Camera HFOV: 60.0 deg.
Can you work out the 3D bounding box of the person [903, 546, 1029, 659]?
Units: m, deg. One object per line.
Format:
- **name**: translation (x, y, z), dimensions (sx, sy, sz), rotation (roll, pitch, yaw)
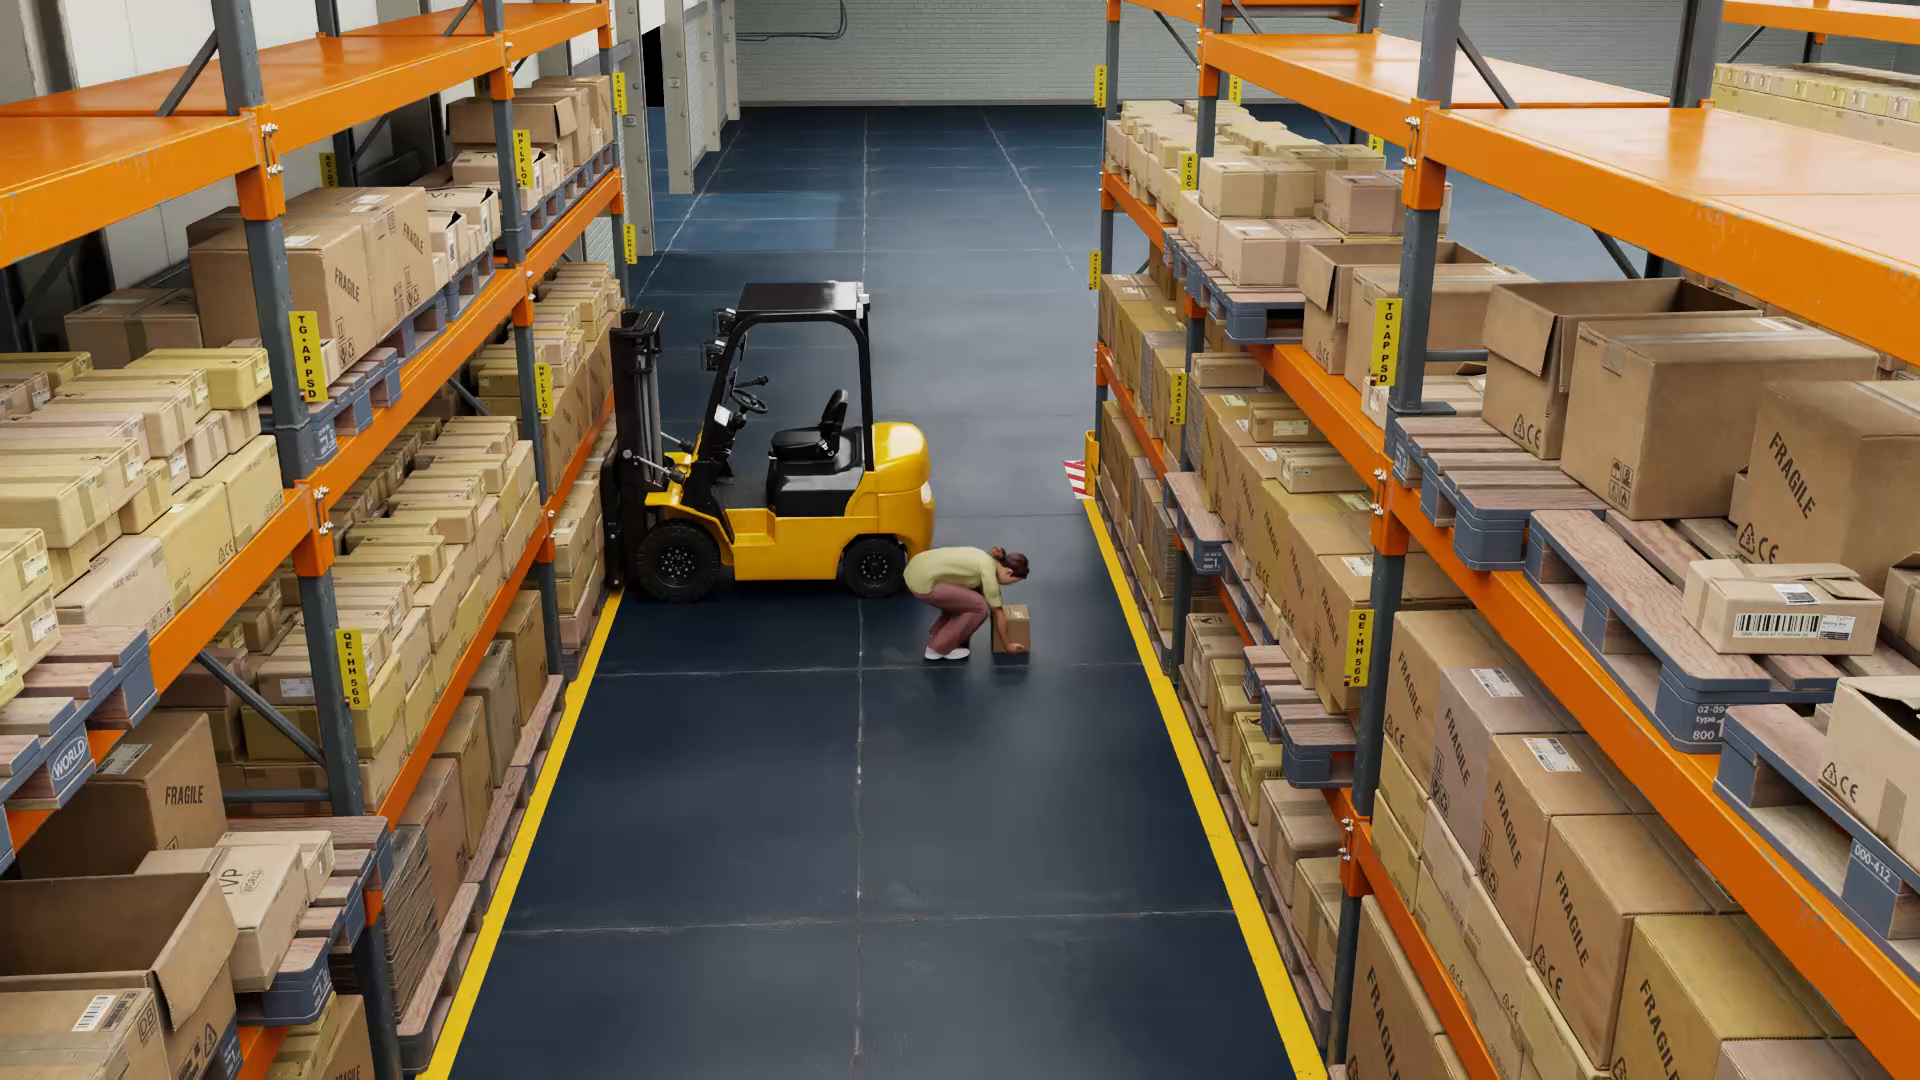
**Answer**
- **person**: translation (0.048, 0.413, 11.334), dimensions (0.866, 0.753, 0.448), rotation (-5, 21, -12)
